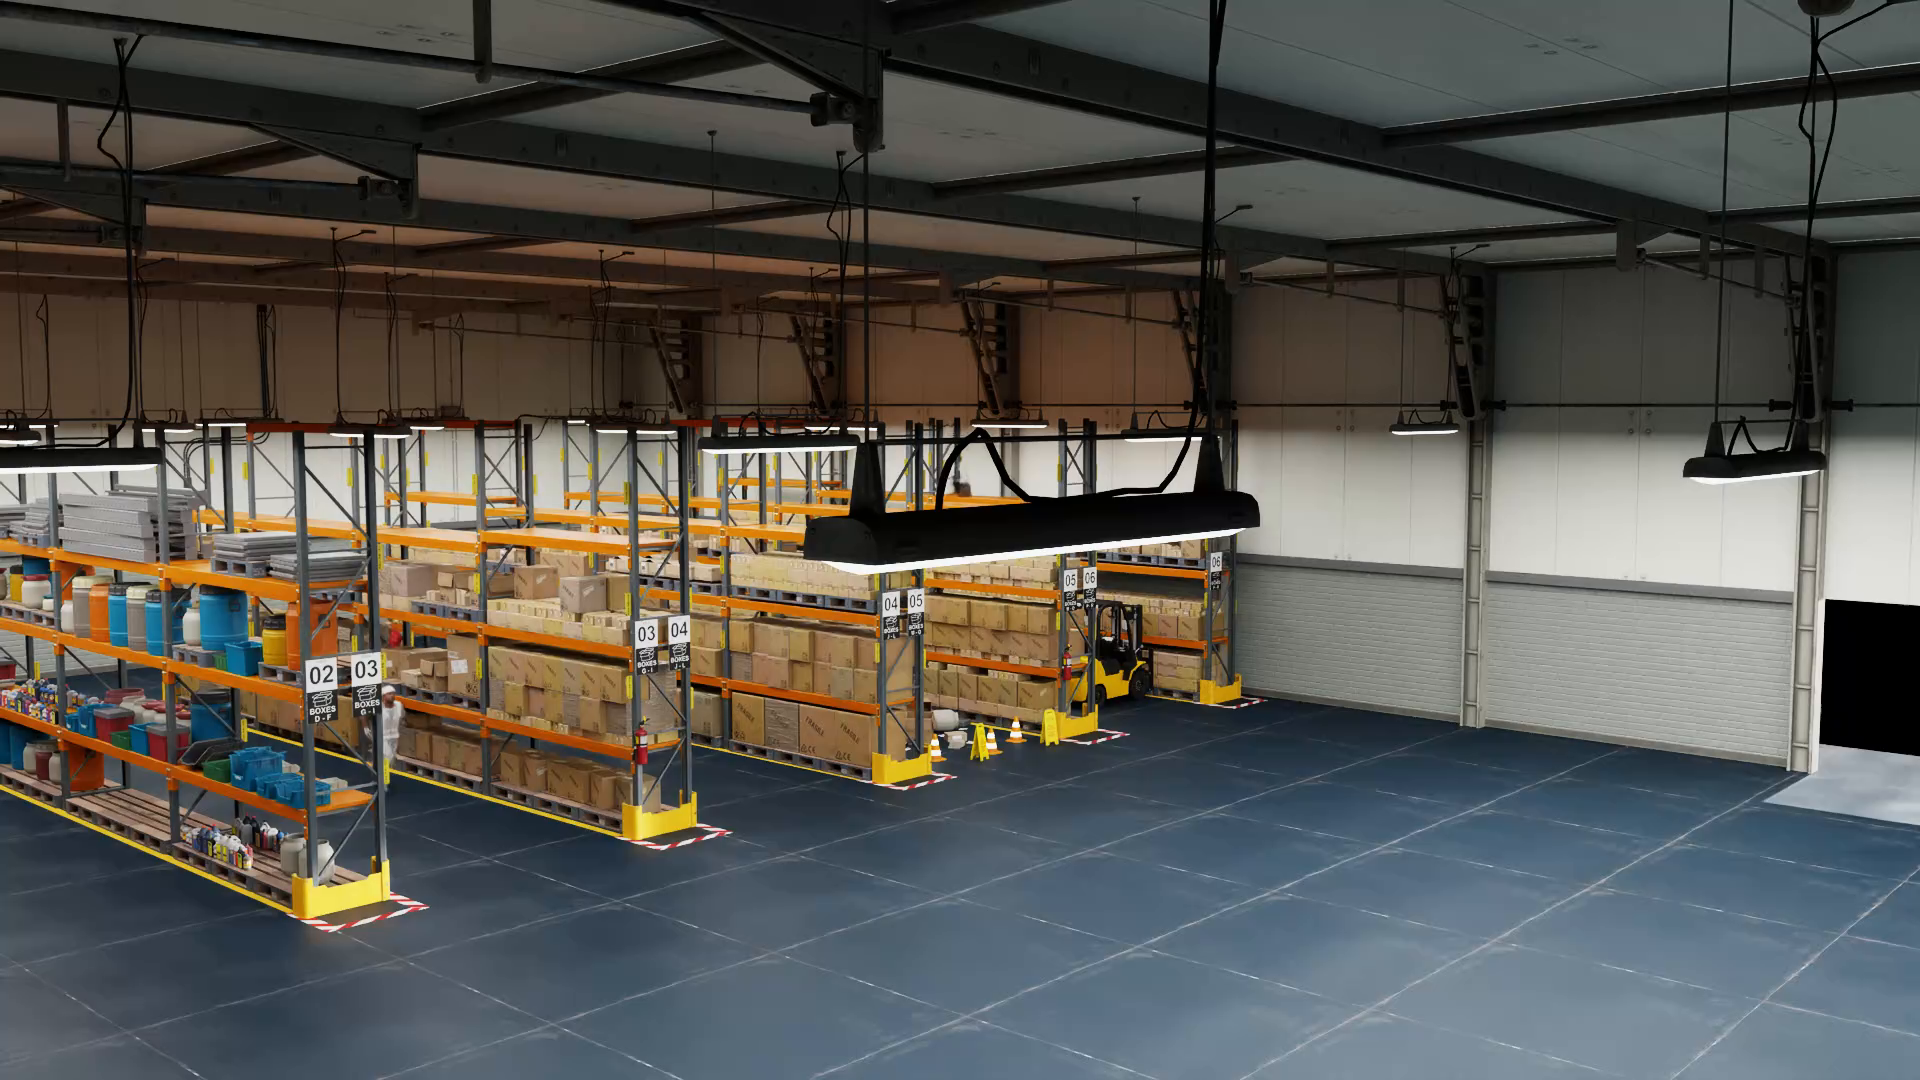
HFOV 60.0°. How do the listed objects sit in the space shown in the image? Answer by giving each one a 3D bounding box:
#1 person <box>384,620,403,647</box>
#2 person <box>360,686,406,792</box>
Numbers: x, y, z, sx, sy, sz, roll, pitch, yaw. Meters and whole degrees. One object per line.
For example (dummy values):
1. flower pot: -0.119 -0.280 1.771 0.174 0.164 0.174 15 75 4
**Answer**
1. person: -12.303 2.572 35.872 0.679 1.704 0.647 -3 6 -33
2. person: -9.338 3.233 27.084 0.767 1.744 0.662 4 6 38
